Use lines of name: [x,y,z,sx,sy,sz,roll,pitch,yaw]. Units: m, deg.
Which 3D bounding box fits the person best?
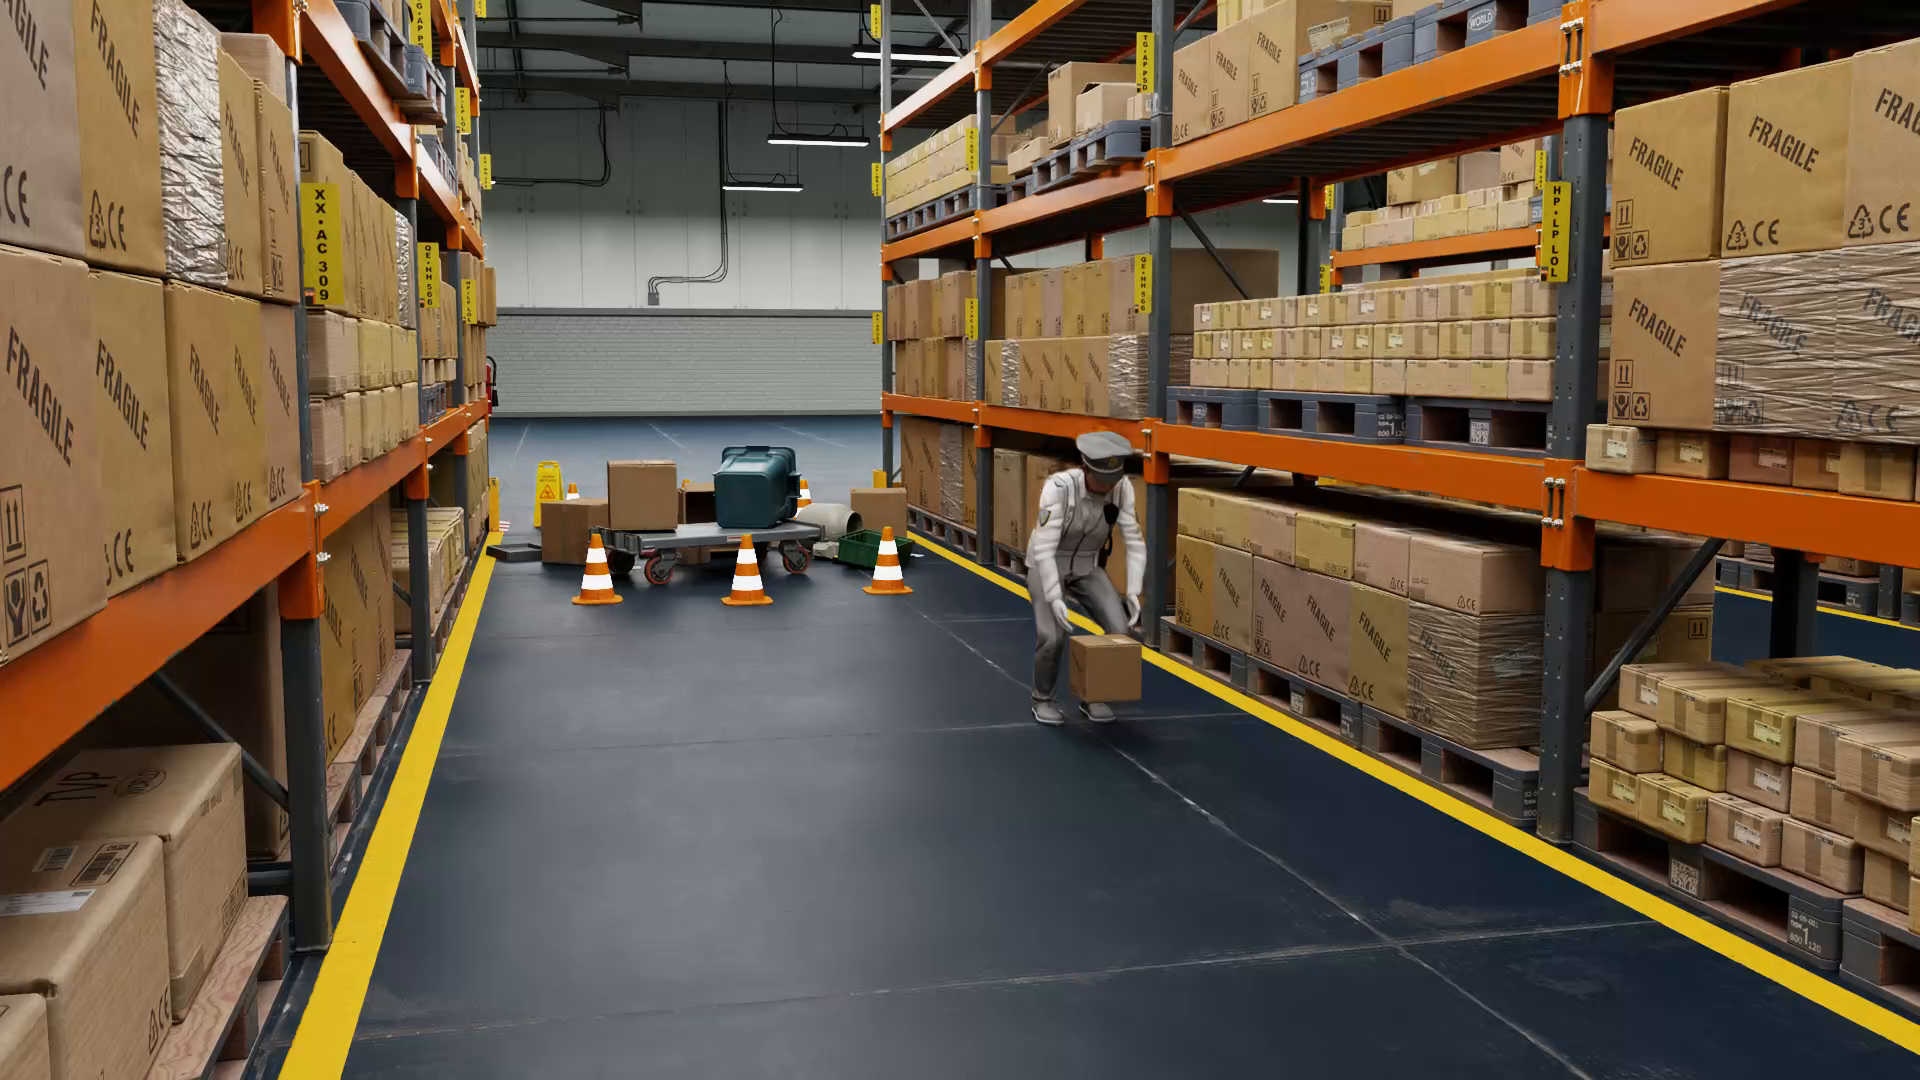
person: [0.573,0.173,7.588,0.535,1.349,0.723,-2,6,-14]
